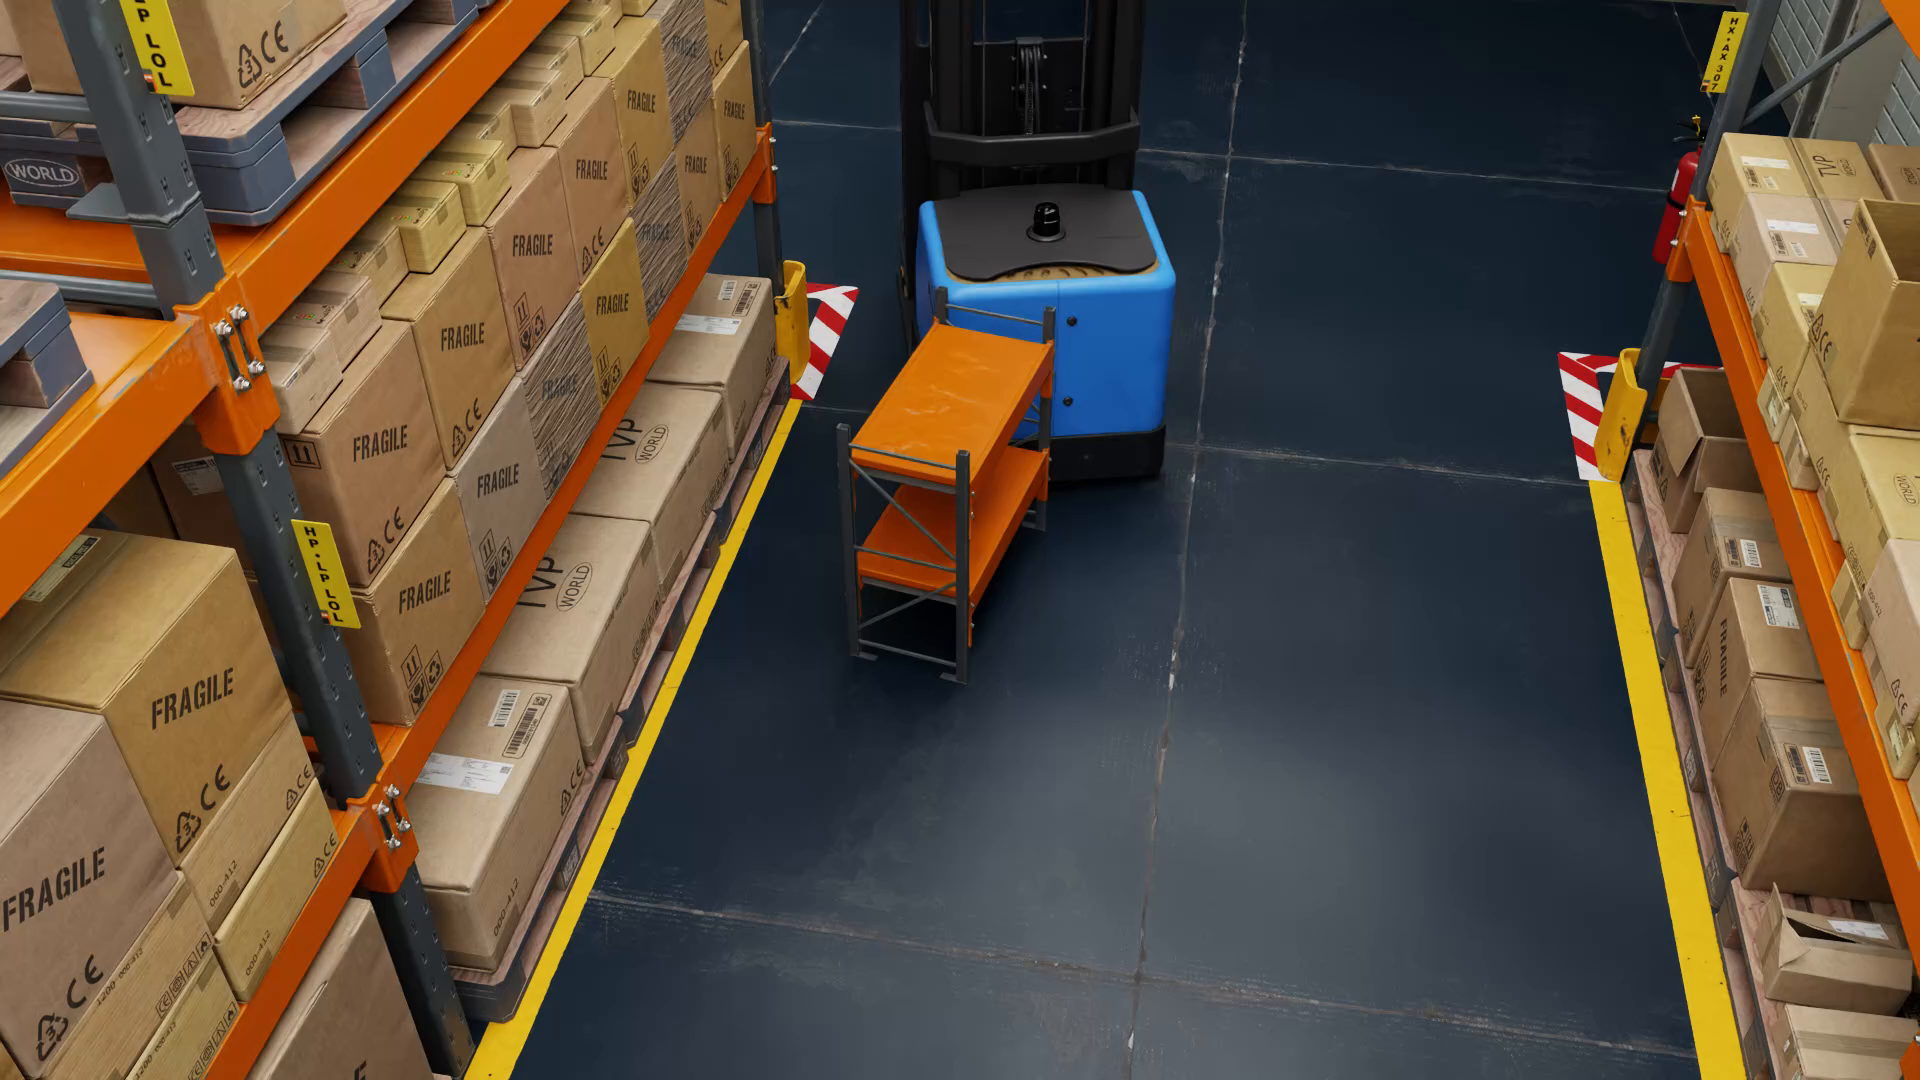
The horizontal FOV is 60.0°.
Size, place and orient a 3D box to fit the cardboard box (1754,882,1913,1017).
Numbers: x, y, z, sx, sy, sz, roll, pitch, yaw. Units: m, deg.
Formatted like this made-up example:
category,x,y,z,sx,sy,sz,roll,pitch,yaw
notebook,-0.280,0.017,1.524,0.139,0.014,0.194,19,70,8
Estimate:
category,x,y,z,sx,sy,sz,roll,pitch,yaw
cardboard box,2.716,1.276,5.168,0.396,0.266,0.258,8,40,9

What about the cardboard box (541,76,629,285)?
category,x,y,z,sx,sy,sz,roll,pitch,yaw
cardboard box,-1.439,-1.203,5.488,0.500,0.500,0.500,6,40,7

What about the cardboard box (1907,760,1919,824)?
category,x,y,z,sx,sy,sz,roll,pitch,yaw
cardboard box,2.677,0.694,4.254,0.380,0.149,0.250,7,40,9

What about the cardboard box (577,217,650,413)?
category,x,y,z,sx,sy,sz,roll,pitch,yaw
cardboard box,-1.431,-0.809,5.795,0.500,0.500,0.500,8,40,9

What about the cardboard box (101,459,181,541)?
category,x,y,z,sx,sy,sz,roll,pitch,yaw
cardboard box,-2.233,-0.305,4.401,0.500,0.500,0.500,6,40,7

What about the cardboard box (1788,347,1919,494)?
category,x,y,z,sx,sy,sz,roll,pitch,yaw
cardboard box,2.956,-0.363,5.220,0.500,0.250,0.500,5,40,7

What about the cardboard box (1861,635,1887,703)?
category,x,y,z,sx,sy,sz,roll,pitch,yaw
cardboard box,2.770,0.366,4.650,0.380,0.149,0.250,7,40,9

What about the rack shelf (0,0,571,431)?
category,x,y,z,sx,sy,sz,roll,pitch,yaw
rack shelf,-1.697,-1.688,5.148,1.077,0.370,4.000,6,40,8

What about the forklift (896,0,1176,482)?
category,x,y,z,sx,sy,sz,roll,pitch,yaw
forklift,0.252,-2.295,7.725,1.130,2.935,3.031,-4,40,-5

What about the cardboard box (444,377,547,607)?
category,x,y,z,sx,sy,sz,roll,pitch,yaw
cardboard box,-1.612,-0.174,5.028,0.500,0.500,0.500,7,40,8

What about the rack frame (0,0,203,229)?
category,x,y,z,sx,sy,sz,roll,pitch,yaw
rack frame,-2.043,-1.866,2.445,1.000,3.000,0.127,6,40,8

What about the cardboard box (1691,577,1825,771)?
category,x,y,z,sx,sy,sz,roll,pitch,yaw
cardboard box,2.964,0.508,5.913,0.500,0.500,0.500,7,40,8

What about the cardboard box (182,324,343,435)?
category,x,y,z,sx,sy,sz,roll,pitch,yaw
cardboard box,-1.732,-0.398,4.005,0.380,0.149,0.250,6,40,7

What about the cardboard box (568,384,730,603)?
category,x,y,z,sx,sy,sz,roll,pitch,yaw
cardboard box,-1.516,-0.238,6.866,0.875,0.438,0.875,7,40,9

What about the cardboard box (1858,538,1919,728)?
category,x,y,z,sx,sy,sz,roll,pitch,yaw
cardboard box,2.767,0.271,4.452,0.500,0.250,0.500,7,40,8

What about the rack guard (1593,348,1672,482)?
category,x,y,z,sx,sy,sz,roll,pitch,yaw
rack guard,3.526,-0.509,7.473,1.175,0.500,0.348,6,40,8

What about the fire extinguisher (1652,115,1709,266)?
category,x,y,z,sx,sy,sz,roll,pitch,yaw
fire extinguisher,3.109,-1.489,7.051,0.296,0.674,0.183,6,40,8

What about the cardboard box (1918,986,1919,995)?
category,x,y,z,sx,sy,sz,roll,pitch,yaw
cardboard box,3.194,1.477,4.891,0.500,0.311,0.500,8,40,9

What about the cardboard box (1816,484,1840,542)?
category,x,y,z,sx,sy,sz,roll,pitch,yaw
cardboard box,2.938,-0.107,5.222,0.380,0.149,0.250,6,40,8

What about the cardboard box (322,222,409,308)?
category,x,y,z,sx,sy,sz,roll,pitch,yaw
cardboard box,-1.701,-0.725,4.401,0.380,0.149,0.250,6,40,7

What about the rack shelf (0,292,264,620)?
category,x,y,z,sx,sy,sz,roll,pitch,yaw
rack shelf,-2.389,0.822,2.112,1.077,0.370,4.000,6,40,8

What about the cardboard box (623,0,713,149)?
category,x,y,z,sx,sy,sz,roll,pitch,yaw
cardboard box,-1.261,-1.828,6.244,0.500,0.500,0.500,7,40,8

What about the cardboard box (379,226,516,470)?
category,x,y,z,sx,sy,sz,roll,pitch,yaw
cardboard box,-1.628,-0.567,4.718,0.500,0.500,0.500,6,40,7

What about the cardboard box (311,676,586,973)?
category,x,y,z,sx,sy,sz,roll,pitch,yaw
cardboard box,-1.828,0.889,5.502,0.875,0.438,0.875,6,40,7

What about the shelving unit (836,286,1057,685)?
category,x,y,z,sx,sy,sz,roll,pitch,yaw
shelving unit,-0.032,-0.229,6.644,0.538,1.125,1.048,13,41,15

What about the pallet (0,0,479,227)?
category,x,y,z,sx,sy,sz,roll,pitch,yaw
pallet,-1.891,-1.188,4.049,1.003,0.211,1.213,6,40,8

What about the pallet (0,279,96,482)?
category,x,y,z,sx,sy,sz,roll,pitch,yaw
pallet,-2.153,-0.056,2.760,0.805,0.209,1.217,5,40,6

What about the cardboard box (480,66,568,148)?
category,x,y,z,sx,sy,sz,roll,pitch,yaw
cardboard box,-1.450,-1.351,5.158,0.380,0.149,0.250,7,40,8

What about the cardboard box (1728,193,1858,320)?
category,x,y,z,sx,sy,sz,roll,pitch,yaw
cardboard box,3.108,-1.005,5.996,0.500,0.250,0.500,7,40,8

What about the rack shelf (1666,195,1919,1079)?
category,x,y,z,sx,sy,sz,roll,pitch,yaw
rack shelf,3.193,0.013,5.445,1.077,0.370,4.000,6,40,8

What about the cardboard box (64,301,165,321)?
category,x,y,z,sx,sy,sz,roll,pitch,yaw
cardboard box,-2.150,-0.610,4.262,0.380,0.149,0.250,7,40,9

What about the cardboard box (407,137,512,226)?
category,x,y,z,sx,sy,sz,roll,pitch,yaw
cardboard box,-1.523,-1.038,4.779,0.380,0.149,0.250,5,40,6

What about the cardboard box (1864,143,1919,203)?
category,x,y,z,sx,sy,sz,roll,pitch,yaw
cardboard box,3.721,-1.259,6.302,0.500,0.250,0.500,7,40,9

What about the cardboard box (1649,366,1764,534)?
category,x,y,z,sx,sy,sz,roll,pitch,yaw
cardboard box,3.340,-0.346,6.944,0.797,0.503,0.637,5,40,6

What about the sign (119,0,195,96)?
category,x,y,z,sx,sy,sz,roll,pitch,yaw
sign,-1.506,-0.977,3.071,0.100,0.325,0.005,6,40,8

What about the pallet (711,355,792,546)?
category,x,y,z,sx,sy,sz,roll,pitch,yaw
pallet,-1.412,-0.479,7.664,1.003,0.211,1.213,6,40,8

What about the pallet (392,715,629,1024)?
category,x,y,z,sx,sy,sz,roll,pitch,yaw
pallet,-1.834,1.052,5.812,1.003,0.211,1.213,6,40,8

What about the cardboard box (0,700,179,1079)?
category,x,y,z,sx,sy,sz,roll,pitch,yaw
cardboard box,-1.955,0.655,3.240,0.500,0.500,0.500,7,40,9

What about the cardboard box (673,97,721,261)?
category,x,y,z,sx,sy,sz,roll,pitch,yaw
cardboard box,-1.275,-1.458,6.581,0.500,0.500,0.500,6,40,7

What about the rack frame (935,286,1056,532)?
category,x,y,z,sx,sy,sz,roll,pitch,yaw
rack frame,0.141,-0.534,7.013,0.500,1.125,0.032,13,41,15

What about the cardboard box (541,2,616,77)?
category,x,y,z,sx,sy,sz,roll,pitch,yaw
cardboard box,-1.382,-1.684,5.561,0.380,0.149,0.250,7,40,9

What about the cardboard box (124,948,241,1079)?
category,x,y,z,sx,sy,sz,roll,pitch,yaw
cardboard box,-1.961,1.132,3.644,0.500,0.250,0.500,6,40,7

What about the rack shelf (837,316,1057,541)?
category,x,y,z,sx,sy,sz,roll,pitch,yaw
rack shelf,-0.032,-0.455,6.458,0.538,0.278,1.000,13,41,15

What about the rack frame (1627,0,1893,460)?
category,x,y,z,sx,sy,sz,roll,pitch,yaw
rack frame,3.539,-1.520,6.734,1.000,3.000,0.127,6,40,8

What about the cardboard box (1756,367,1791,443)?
category,x,y,z,sx,sy,sz,roll,pitch,yaw
cardboard box,2.940,-0.444,5.630,0.380,0.149,0.250,5,40,6

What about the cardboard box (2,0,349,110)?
category,x,y,z,sx,sy,sz,roll,pitch,yaw
cardboard box,-1.734,-1.295,3.622,0.500,0.500,0.500,7,40,8

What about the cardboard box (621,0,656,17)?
category,x,y,z,sx,sy,sz,roll,pitch,yaw
cardboard box,-1.281,-2.004,5.948,0.380,0.149,0.250,7,40,9

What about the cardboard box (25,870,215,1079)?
category,x,y,z,sx,sy,sz,roll,pitch,yaw
cardboard box,-1.959,0.929,3.498,0.500,0.250,0.500,7,40,9

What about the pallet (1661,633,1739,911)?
category,x,y,z,sx,sy,sz,roll,pitch,yaw
pallet,3.175,0.867,6.036,1.003,0.211,1.213,6,40,8

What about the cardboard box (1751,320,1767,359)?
category,x,y,z,sx,sy,sz,roll,pitch,yaw
cardboard box,3.098,-0.761,6.014,0.380,0.149,0.250,8,40,9
